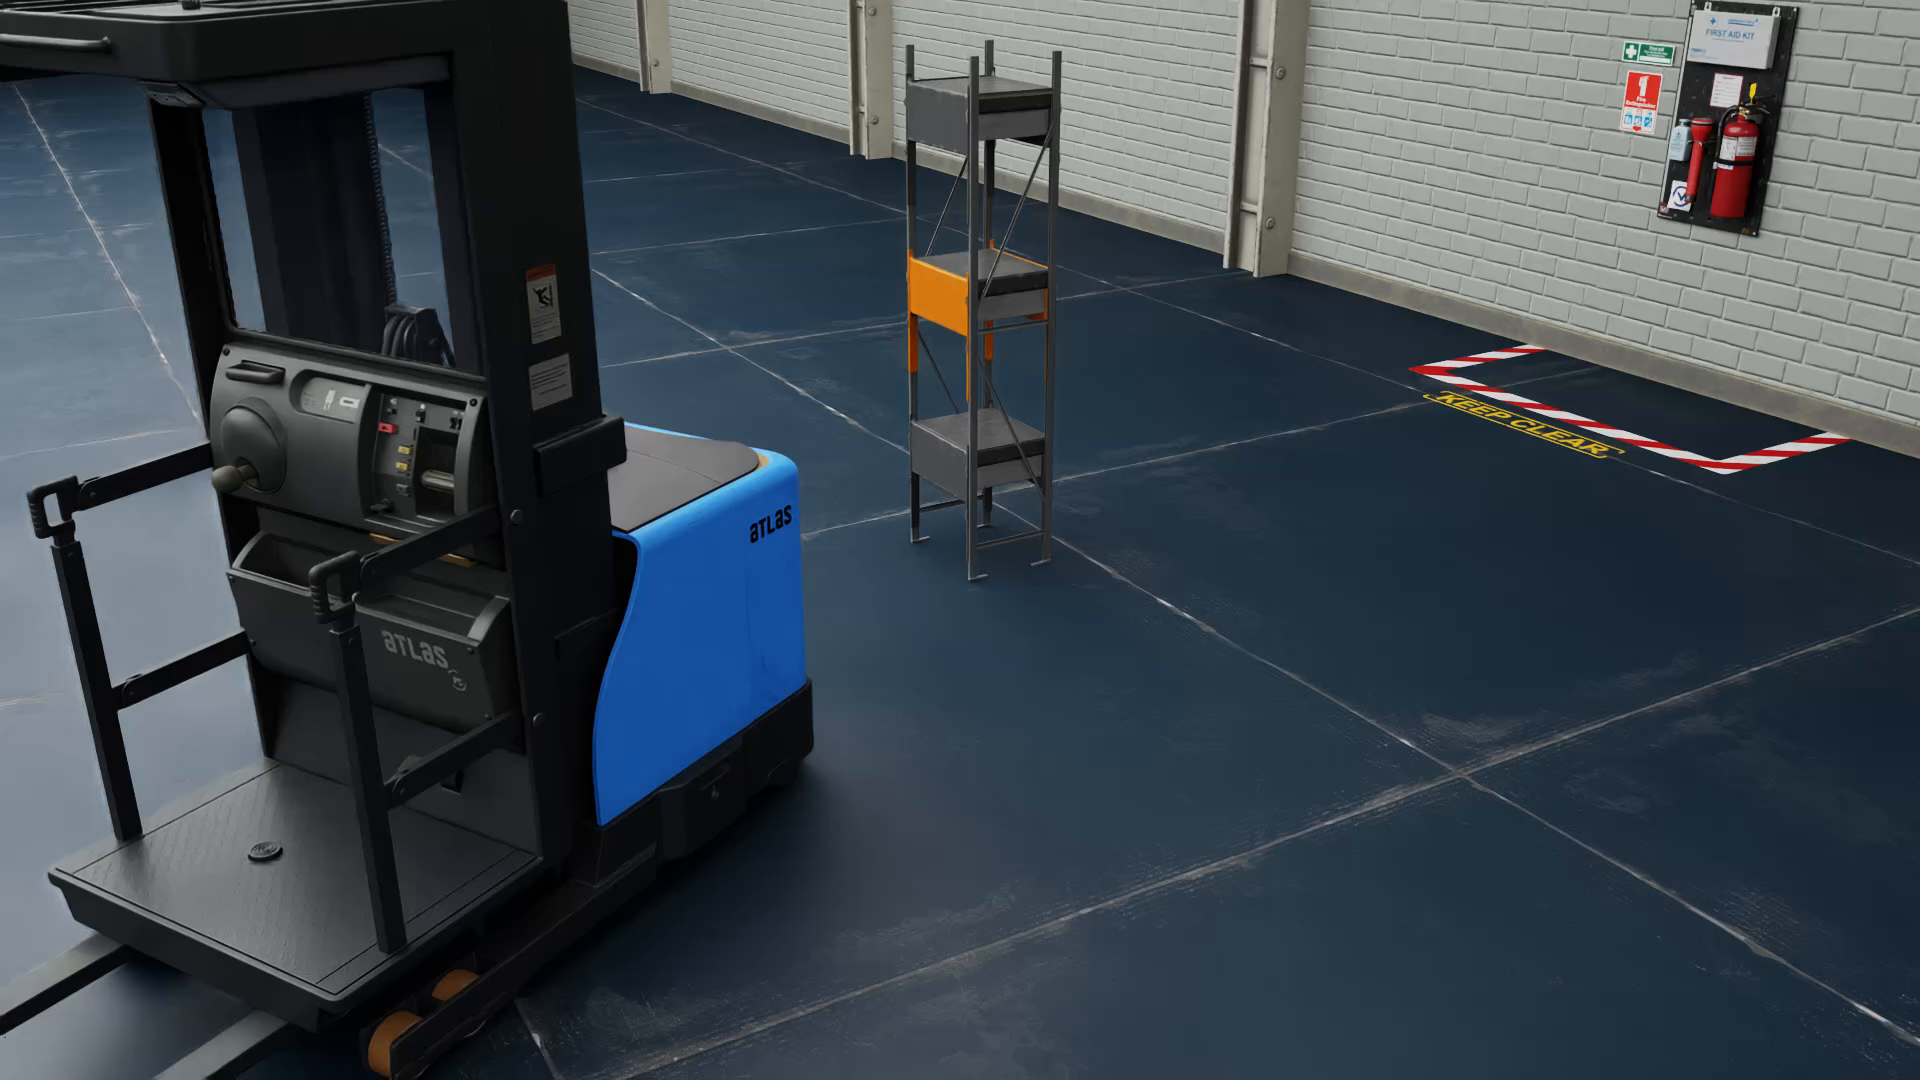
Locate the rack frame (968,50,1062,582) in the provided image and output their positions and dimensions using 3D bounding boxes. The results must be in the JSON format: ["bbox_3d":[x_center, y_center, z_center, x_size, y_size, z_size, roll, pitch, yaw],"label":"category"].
[{"bbox_3d":[0.209,-0.840,6.590,0.400,2.100,0.015,-13,25,-28],"label":"rack frame"}]

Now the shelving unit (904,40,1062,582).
[{"bbox_3d":[0.085,-0.919,6.784,0.431,2.100,0.503,-13,25,-28],"label":"shelving unit"}]

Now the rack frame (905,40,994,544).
[{"bbox_3d":[-0.040,-0.998,6.979,0.400,2.100,0.015,-13,25,-28],"label":"rack frame"}]

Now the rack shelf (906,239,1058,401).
[{"bbox_3d":[0.085,-0.906,6.789,0.431,0.518,0.480,-13,25,-28],"label":"rack shelf"}]

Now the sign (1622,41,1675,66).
[{"bbox_3d":[3.807,-2.693,9.202,0.001,0.109,0.331,-13,25,-28],"label":"sign"}]

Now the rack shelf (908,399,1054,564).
[{"bbox_3d":[0.085,-0.258,7.053,0.431,0.518,0.480,-13,25,-28],"label":"rack shelf"}]

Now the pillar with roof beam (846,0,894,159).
[{"bbox_3d":[-4.595,-7.264,13.232,9.100,9.000,0.400,-13,25,-28],"label":"pillar with roof beam"}]

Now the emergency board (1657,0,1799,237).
[{"bbox_3d":[4.006,-2.235,8.828,0.194,1.169,0.643,-13,25,-28],"label":"emergency board"}]

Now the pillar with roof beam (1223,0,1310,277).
[{"bbox_3d":[-1.530,-5.322,8.453,9.100,9.000,0.400,-13,25,-28],"label":"pillar with roof beam"}]

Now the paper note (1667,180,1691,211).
[{"bbox_3d":[3.975,-1.898,9.167,0.016,0.148,0.142,-13,25,-28],"label":"paper note"}]

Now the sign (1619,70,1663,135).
[{"bbox_3d":[3.812,-2.451,9.310,0.001,0.329,0.234,-13,25,-28],"label":"sign"}]

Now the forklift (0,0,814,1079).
[{"bbox_3d":[-1.650,-0.232,3.991,1.130,2.935,3.031,12,25,27],"label":"forklift"}]

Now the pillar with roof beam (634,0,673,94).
[{"bbox_3d":[-7.660,-9.206,18.010,9.100,9.000,0.400,-13,25,-28],"label":"pillar with roof beam"}]

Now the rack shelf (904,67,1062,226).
[{"bbox_3d":[0.085,-1.555,6.526,0.431,0.518,0.480,-13,25,-28],"label":"rack shelf"}]
